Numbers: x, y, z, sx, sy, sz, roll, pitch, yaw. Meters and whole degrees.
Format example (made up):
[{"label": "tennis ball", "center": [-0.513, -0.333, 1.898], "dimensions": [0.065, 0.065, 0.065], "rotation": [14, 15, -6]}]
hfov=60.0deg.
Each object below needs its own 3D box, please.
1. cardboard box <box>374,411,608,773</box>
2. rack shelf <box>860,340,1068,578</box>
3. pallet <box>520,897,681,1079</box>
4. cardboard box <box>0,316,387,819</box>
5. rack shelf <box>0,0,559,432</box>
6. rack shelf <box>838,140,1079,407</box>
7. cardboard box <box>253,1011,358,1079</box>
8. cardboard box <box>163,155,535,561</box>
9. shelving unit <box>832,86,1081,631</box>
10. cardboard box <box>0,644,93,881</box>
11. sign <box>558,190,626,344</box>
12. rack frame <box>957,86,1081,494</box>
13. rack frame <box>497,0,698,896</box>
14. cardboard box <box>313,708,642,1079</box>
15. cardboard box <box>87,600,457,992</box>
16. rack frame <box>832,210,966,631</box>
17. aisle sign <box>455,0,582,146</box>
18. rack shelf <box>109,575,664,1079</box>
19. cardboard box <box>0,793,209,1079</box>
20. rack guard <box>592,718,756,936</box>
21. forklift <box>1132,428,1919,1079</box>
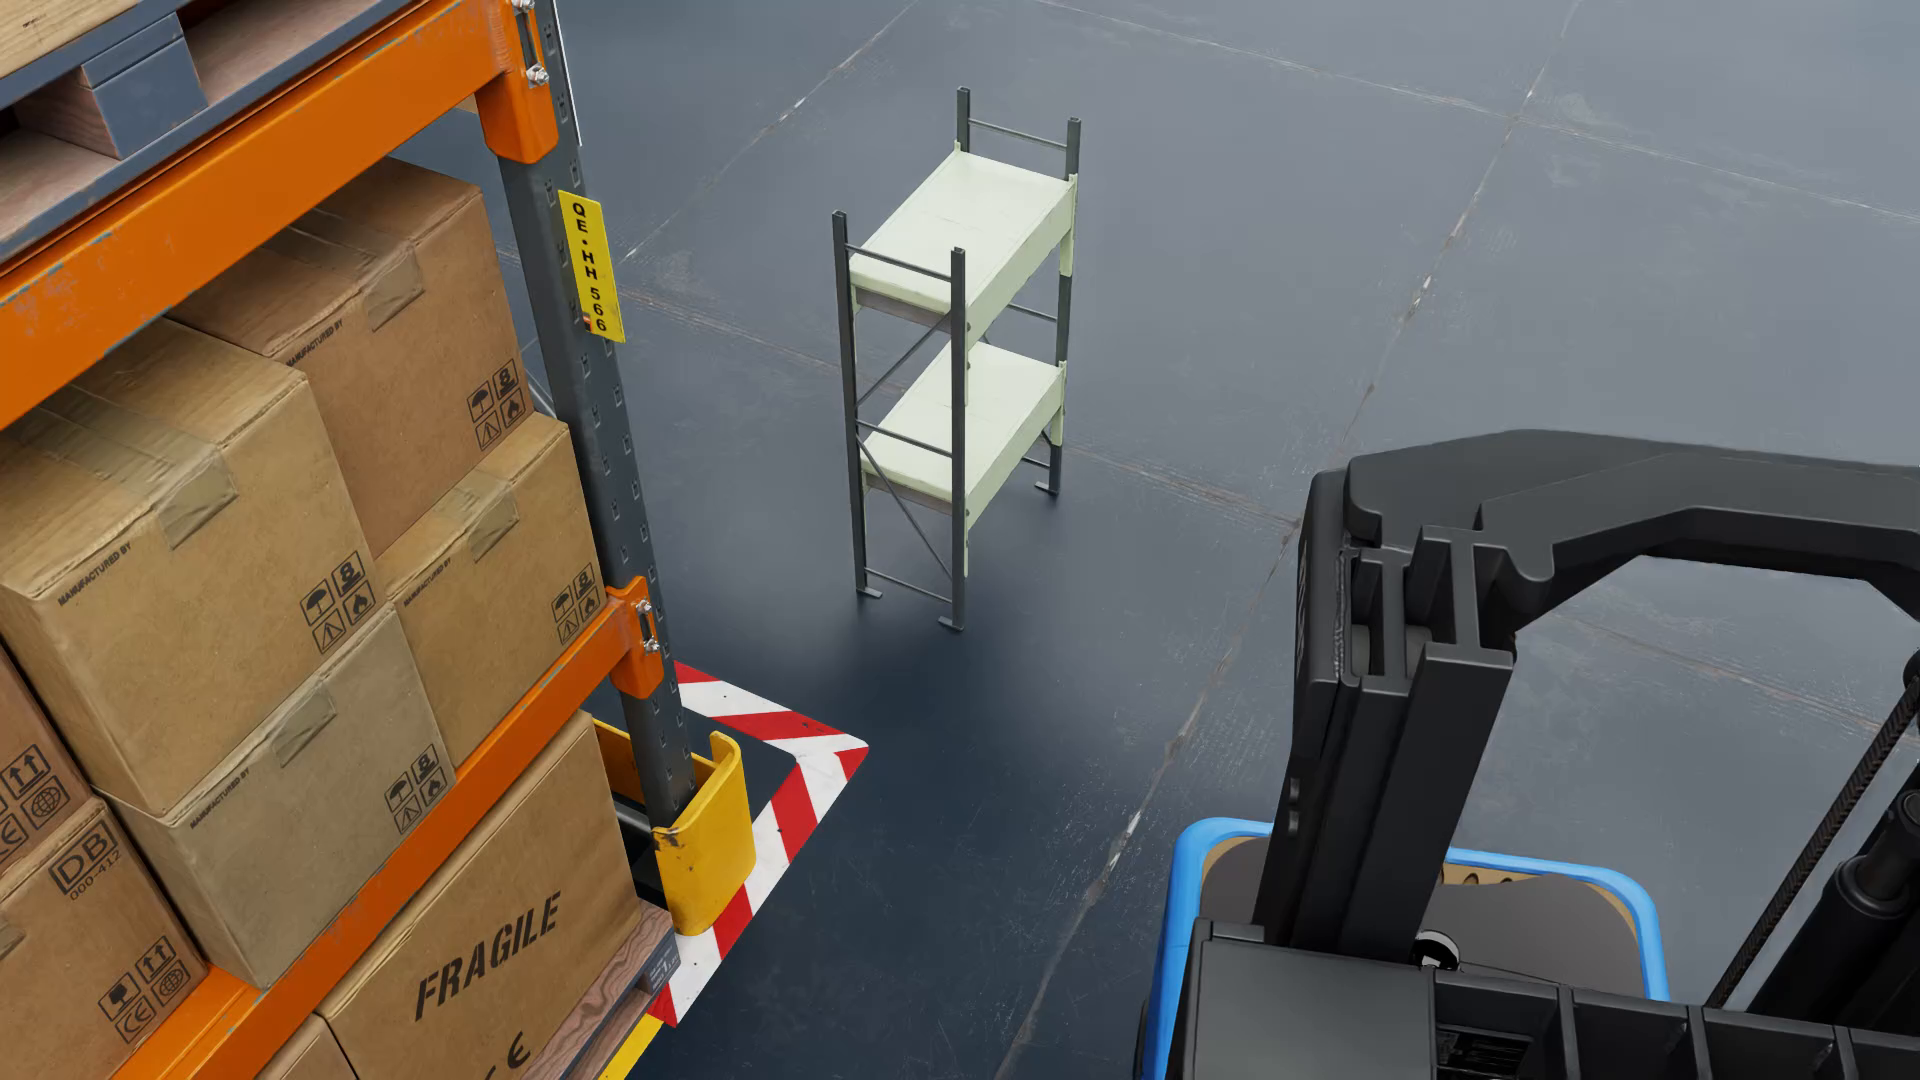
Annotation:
[{"label": "cardboard box", "center": [-1.309, -0.019, 3.554], "dimensions": [0.875, 0.550, 0.550], "rotation": [20, 49, 19]}, {"label": "rack shelf", "center": [0.003, -0.302, 5.453], "dimensions": [0.431, 0.370, 0.720], "rotation": [20, 49, 19]}, {"label": "pallet", "center": [-1.479, 1.295, 4.322], "dimensions": [1.003, 0.211, 1.213], "rotation": [20, 49, 19]}, {"label": "cardboard box", "center": [-1.557, -0.049, 2.825], "dimensions": [0.875, 0.550, 0.550], "rotation": [20, 49, 19]}, {"label": "rack shelf", "center": [-2.106, 0.244, 1.797], "dimensions": [1.077, 0.370, 4.000], "rotation": [20, 49, 19]}, {"label": "rack shelf", "center": [0.003, -0.806, 4.943], "dimensions": [0.431, 0.370, 0.720], "rotation": [20, 49, 19]}, {"label": "cardboard box", "center": [-1.840, 1.389, 3.467], "dimensions": [0.875, 0.875, 0.875], "rotation": [20, 49, 18]}, {"label": "cardboard box", "center": [-1.384, -0.426, 3.197], "dimensions": [0.875, 0.550, 0.550], "rotation": [20, 49, 19]}, {"label": "shelving unit", "center": [0.003, -0.531, 5.221], "dimensions": [0.431, 1.500, 0.755], "rotation": [20, 49, 19]}, {"label": "cardboard box", "center": [-1.938, 0.259, 2.521], "dimensions": [0.875, 0.550, 0.550], "rotation": [20, 49, 19]}, {"label": "sign", "center": [-0.703, -0.517, 3.171], "dimensions": [0.100, 0.325, 0.005], "rotation": [20, 49, 19]}, {"label": "rack frame", "center": [0.173, -0.762, 5.449], "dimensions": [0.400, 1.500, 0.023], "rotation": [20, 49, 19]}, {"label": "rack frame", "center": [-1.177, -0.215, 3.853], "dimensions": [1.000, 3.000, 0.127], "rotation": [20, 49, 19]}, {"label": "cardboard box", "center": [-1.433, 0.834, 4.016], "dimensions": [0.875, 0.875, 0.875], "rotation": [21, 49, 19]}, {"label": "cardboard box", "center": [-1.545, 0.335, 3.204], "dimensions": [0.875, 0.550, 0.550], "rotation": [20, 49, 19]}, {"label": "rack frame", "center": [-0.167, -0.301, 4.993], "dimensions": [0.400, 1.500, 0.023], "rotation": [20, 49, 19]}, {"label": "aisle sign", "center": [-0.879, -1.074, 2.875], "dimensions": [0.394, 0.787, 0.004], "rotation": [20, 49, 19]}, {"label": "rack shelf", "center": [-2.106, 1.298, 2.864], "dimensions": [1.077, 0.370, 4.000], "rotation": [20, 49, 19]}, {"label": "cardboard box", "center": [-1.916, 0.646, 2.897], "dimensions": [0.875, 0.550, 0.550], "rotation": [20, 49, 19]}, {"label": "rack guard", "center": [-1.166, 0.649, 4.757], "dimensions": [1.175, 0.500, 0.348], "rotation": [20, 49, 19]}, {"label": "forklift", "center": [0.743, 1.415, 2.291], "dimensions": [1.130, 2.935, 3.031], "rotation": [7, 46, 7]}]
